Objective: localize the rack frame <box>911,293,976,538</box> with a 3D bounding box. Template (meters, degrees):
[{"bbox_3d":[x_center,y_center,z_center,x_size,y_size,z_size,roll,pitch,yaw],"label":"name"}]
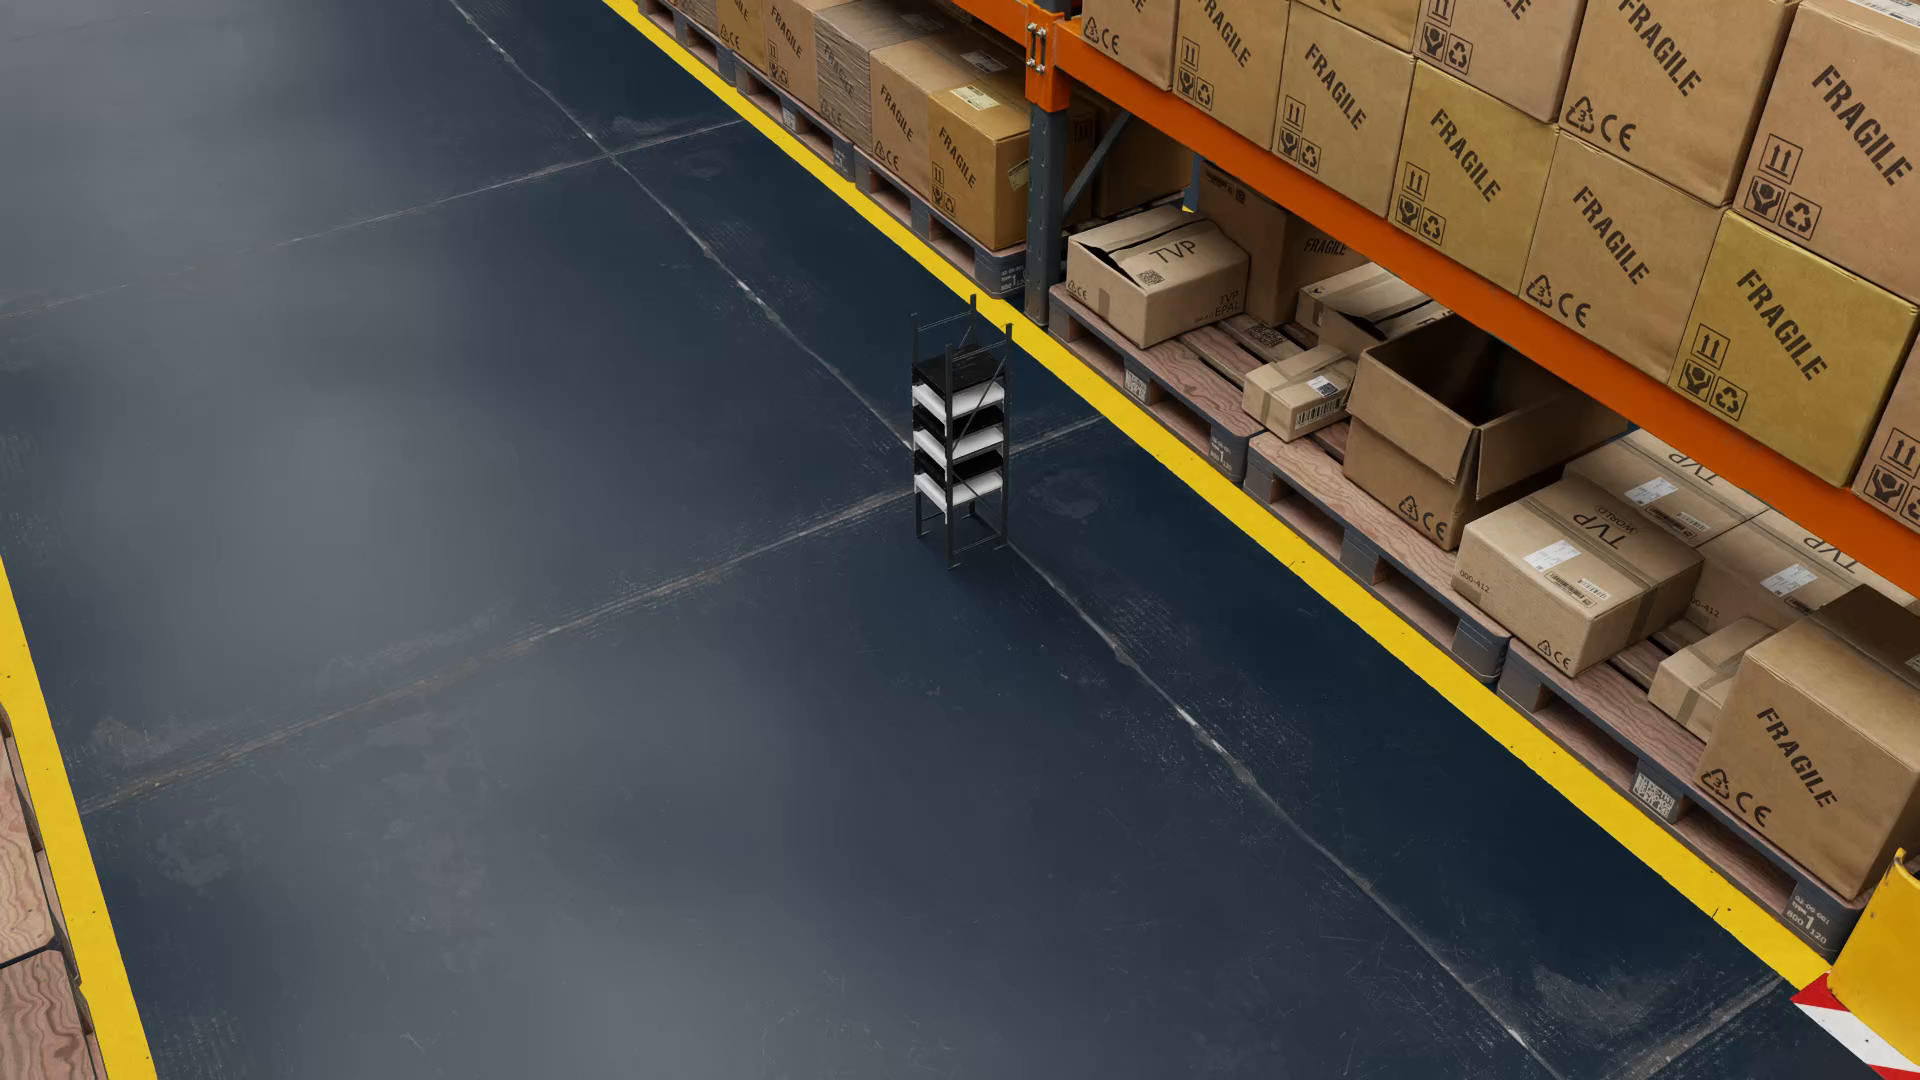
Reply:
[{"bbox_3d":[-0.050,-0.396,5.523,0.240,0.900,0.006,-22,45,-24],"label":"rack frame"}]

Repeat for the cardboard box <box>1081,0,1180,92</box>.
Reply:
[{"bbox_3d":[0.761,-1.887,5.594,0.500,0.500,0.500,-21,44,-23],"label":"cardboard box"}]

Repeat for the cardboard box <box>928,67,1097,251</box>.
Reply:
[{"bbox_3d":[0.210,-1.594,6.929,0.500,0.500,0.500,-22,45,-25],"label":"cardboard box"}]

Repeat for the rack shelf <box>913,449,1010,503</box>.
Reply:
[{"bbox_3d":[0.004,-0.247,5.536,0.258,0.077,0.200,-22,45,-24],"label":"rack shelf"}]

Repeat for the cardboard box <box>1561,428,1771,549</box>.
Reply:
[{"bbox_3d":[2.277,-0.102,5.334,0.500,0.250,0.500,-22,45,-24],"label":"cardboard box"}]

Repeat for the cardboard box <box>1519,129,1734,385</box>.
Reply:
[{"bbox_3d":[1.852,-0.795,4.283,0.500,0.500,0.500,-22,45,-24],"label":"cardboard box"}]

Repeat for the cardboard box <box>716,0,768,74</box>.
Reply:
[{"bbox_3d":[-0.878,-2.688,8.242,0.500,0.500,0.500,-23,45,-25],"label":"cardboard box"}]

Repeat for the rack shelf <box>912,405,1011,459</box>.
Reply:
[{"bbox_3d":[0.004,-0.385,5.420,0.258,0.077,0.200,-22,45,-24],"label":"rack shelf"}]

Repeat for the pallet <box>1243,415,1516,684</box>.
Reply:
[{"bbox_3d":[1.746,-0.116,5.725,1.003,0.211,1.213,-22,45,-24],"label":"pallet"}]

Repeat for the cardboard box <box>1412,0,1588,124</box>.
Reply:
[{"bbox_3d":[1.565,-1.455,4.294,0.500,0.500,0.500,-21,44,-23],"label":"cardboard box"}]

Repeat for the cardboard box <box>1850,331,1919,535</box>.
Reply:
[{"bbox_3d":[2.398,-0.245,3.623,0.500,0.500,0.500,-21,44,-23],"label":"cardboard box"}]

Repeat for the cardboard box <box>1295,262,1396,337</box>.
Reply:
[{"bbox_3d":[1.515,-0.900,6.370,0.380,0.149,0.250,-22,45,-24],"label":"cardboard box"}]

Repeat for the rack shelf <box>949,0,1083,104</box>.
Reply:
[{"bbox_3d":[-0.358,-3.021,7.594,1.077,0.370,4.000,-22,45,-24],"label":"rack shelf"}]

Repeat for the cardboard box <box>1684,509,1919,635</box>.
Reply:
[{"bbox_3d":[2.546,0.167,5.010,0.500,0.250,0.500,-22,45,-24],"label":"cardboard box"}]

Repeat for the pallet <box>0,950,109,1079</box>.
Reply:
[{"bbox_3d":[-2.373,1.599,3.666,1.003,0.211,1.213,-22,45,-24],"label":"pallet"}]

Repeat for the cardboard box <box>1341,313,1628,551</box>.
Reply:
[{"bbox_3d":[1.732,-0.416,5.512,0.797,0.503,0.637,-22,45,-24],"label":"cardboard box"}]

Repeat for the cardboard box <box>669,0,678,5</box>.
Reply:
[{"bbox_3d":[-1.430,-3.241,8.906,0.500,0.500,0.500,-20,44,-23],"label":"cardboard box"}]

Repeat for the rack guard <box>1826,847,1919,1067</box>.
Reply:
[{"bbox_3d":[2.827,0.860,4.327,1.175,0.500,0.348,-22,45,-24],"label":"rack guard"}]

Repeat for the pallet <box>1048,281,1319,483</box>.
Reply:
[{"bbox_3d":[1.086,-0.775,6.516,1.003,0.211,1.213,-22,45,-24],"label":"pallet"}]

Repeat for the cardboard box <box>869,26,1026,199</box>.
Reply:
[{"bbox_3d":[-0.049,-1.864,7.253,0.500,0.500,0.500,-22,45,-24],"label":"cardboard box"}]

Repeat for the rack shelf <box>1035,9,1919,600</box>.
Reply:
[{"bbox_3d":[1.792,-0.862,5.003,1.077,0.370,4.000,-22,45,-24],"label":"rack shelf"}]

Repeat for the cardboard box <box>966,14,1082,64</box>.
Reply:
[{"bbox_3d":[0.366,-2.056,7.483,0.500,0.500,0.500,-22,44,-24],"label":"cardboard box"}]

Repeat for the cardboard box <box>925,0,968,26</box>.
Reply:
[{"bbox_3d":[0.104,-2.328,7.809,0.500,0.500,0.500,-22,44,-24],"label":"cardboard box"}]

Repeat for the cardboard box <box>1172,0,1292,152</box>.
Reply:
[{"bbox_3d":[1.039,-1.612,5.263,0.500,0.500,0.500,-21,44,-24],"label":"cardboard box"}]

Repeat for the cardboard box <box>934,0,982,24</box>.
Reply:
[{"bbox_3d":[0.125,-2.599,7.549,0.500,0.250,0.500,-22,45,-24],"label":"cardboard box"}]

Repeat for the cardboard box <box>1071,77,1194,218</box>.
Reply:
[{"bbox_3d":[0.662,-1.772,7.142,0.500,0.500,0.500,-24,46,-26],"label":"cardboard box"}]

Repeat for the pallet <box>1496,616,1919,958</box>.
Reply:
[{"bbox_3d":[2.398,0.542,4.935,1.003,0.211,1.213,-22,45,-24],"label":"pallet"}]

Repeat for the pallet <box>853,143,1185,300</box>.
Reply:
[{"bbox_3d":[0.248,-1.573,7.472,1.003,0.211,1.213,-22,45,-24],"label":"pallet"}]

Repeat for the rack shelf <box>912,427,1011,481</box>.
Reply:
[{"bbox_3d":[0.004,-0.316,5.478,0.258,0.077,0.200,-22,45,-24],"label":"rack shelf"}]

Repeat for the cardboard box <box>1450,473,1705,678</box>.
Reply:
[{"bbox_3d":[1.882,0.097,5.095,0.500,0.250,0.500,-22,45,-24],"label":"cardboard box"}]

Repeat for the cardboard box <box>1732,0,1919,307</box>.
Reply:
[{"bbox_3d":[2.124,-0.899,3.627,0.500,0.500,0.500,-21,44,-23],"label":"cardboard box"}]

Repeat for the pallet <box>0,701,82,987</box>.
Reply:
[{"bbox_3d":[-3.033,0.940,4.457,1.003,0.211,1.213,-22,45,-24],"label":"pallet"}]

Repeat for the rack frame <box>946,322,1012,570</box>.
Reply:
[{"bbox_3d":[0.059,-0.286,5.391,0.240,0.900,0.006,-22,45,-24],"label":"rack frame"}]

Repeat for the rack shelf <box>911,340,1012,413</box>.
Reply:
[{"bbox_3d":[0.004,-0.523,5.305,0.258,0.077,0.200,-22,45,-24],"label":"rack shelf"}]

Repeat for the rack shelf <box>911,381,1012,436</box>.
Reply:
[{"bbox_3d":[0.004,-0.454,5.363,0.258,0.077,0.200,-22,45,-24],"label":"rack shelf"}]

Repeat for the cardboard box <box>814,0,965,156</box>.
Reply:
[{"bbox_3d":[-0.318,-2.135,7.578,0.500,0.500,0.500,-22,44,-24],"label":"cardboard box"}]

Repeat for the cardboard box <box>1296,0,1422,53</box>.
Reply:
[{"bbox_3d":[1.287,-1.733,4.628,0.500,0.500,0.500,-24,45,-26],"label":"cardboard box"}]

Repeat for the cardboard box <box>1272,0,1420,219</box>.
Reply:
[{"bbox_3d":[1.306,-1.341,4.938,0.500,0.500,0.500,-22,45,-25],"label":"cardboard box"}]

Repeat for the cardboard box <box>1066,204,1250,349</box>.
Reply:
[{"bbox_3d":[0.760,-1.053,6.427,0.500,0.311,0.500,-22,45,-24],"label":"cardboard box"}]

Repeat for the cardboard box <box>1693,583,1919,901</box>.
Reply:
[{"bbox_3d":[2.368,0.524,4.387,0.500,0.500,0.500,-22,45,-24],"label":"cardboard box"}]

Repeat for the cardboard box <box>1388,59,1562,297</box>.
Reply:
[{"bbox_3d":[1.581,-1.067,4.610,0.500,0.500,0.500,-23,45,-25],"label":"cardboard box"}]

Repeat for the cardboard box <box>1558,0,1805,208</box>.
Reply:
[{"bbox_3d":[1.842,-1.178,3.961,0.500,0.500,0.500,-21,44,-23],"label":"cardboard box"}]

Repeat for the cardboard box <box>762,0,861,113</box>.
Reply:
[{"bbox_3d":[-0.593,-2.408,7.906,0.500,0.500,0.500,-24,45,-26],"label":"cardboard box"}]

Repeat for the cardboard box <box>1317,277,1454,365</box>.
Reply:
[{"bbox_3d":[1.666,-0.739,6.051,0.500,0.311,0.500,-22,45,-24],"label":"cardboard box"}]

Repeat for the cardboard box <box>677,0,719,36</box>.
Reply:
[{"bbox_3d":[-1.144,-2.961,8.569,0.500,0.500,0.500,-24,45,-26],"label":"cardboard box"}]

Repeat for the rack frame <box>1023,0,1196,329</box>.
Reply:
[{"bbox_3d":[0.717,-2.218,6.068,1.000,3.000,0.127,-22,45,-24],"label":"rack frame"}]

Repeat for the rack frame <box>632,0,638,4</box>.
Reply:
[{"bbox_3d":[-1.434,-4.377,8.659,1.000,3.000,0.127,-22,45,-24],"label":"rack frame"}]

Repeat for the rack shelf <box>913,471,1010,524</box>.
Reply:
[{"bbox_3d":[0.004,-0.177,5.593,0.258,0.077,0.200,-22,45,-24],"label":"rack shelf"}]

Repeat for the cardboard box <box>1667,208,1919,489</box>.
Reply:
[{"bbox_3d":[2.116,-0.524,3.958,0.500,0.500,0.500,-22,45,-24],"label":"cardboard box"}]

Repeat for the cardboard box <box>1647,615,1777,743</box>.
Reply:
[{"bbox_3d":[2.226,0.402,4.794,0.380,0.166,0.250,-22,45,-24],"label":"cardboard box"}]

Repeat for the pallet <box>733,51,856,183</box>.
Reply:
[{"bbox_3d":[-0.412,-2.232,8.263,1.003,0.211,1.213,-22,45,-24],"label":"pallet"}]

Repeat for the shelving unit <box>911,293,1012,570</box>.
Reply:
[{"bbox_3d":[0.004,-0.341,5.457,0.258,0.900,0.210,-22,45,-24],"label":"shelving unit"}]

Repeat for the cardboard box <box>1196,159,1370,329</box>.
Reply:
[{"bbox_3d":[1.263,-1.217,6.476,0.500,0.500,0.500,-22,45,-24],"label":"cardboard box"}]

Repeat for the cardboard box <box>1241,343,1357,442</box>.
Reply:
[{"bbox_3d":[1.234,-0.534,5.917,0.380,0.166,0.250,-22,45,-24],"label":"cardboard box"}]

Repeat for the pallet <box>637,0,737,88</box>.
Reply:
[{"bbox_3d":[-1.064,-2.890,9.053,1.003,0.211,1.213,-22,45,-24],"label":"pallet"}]
